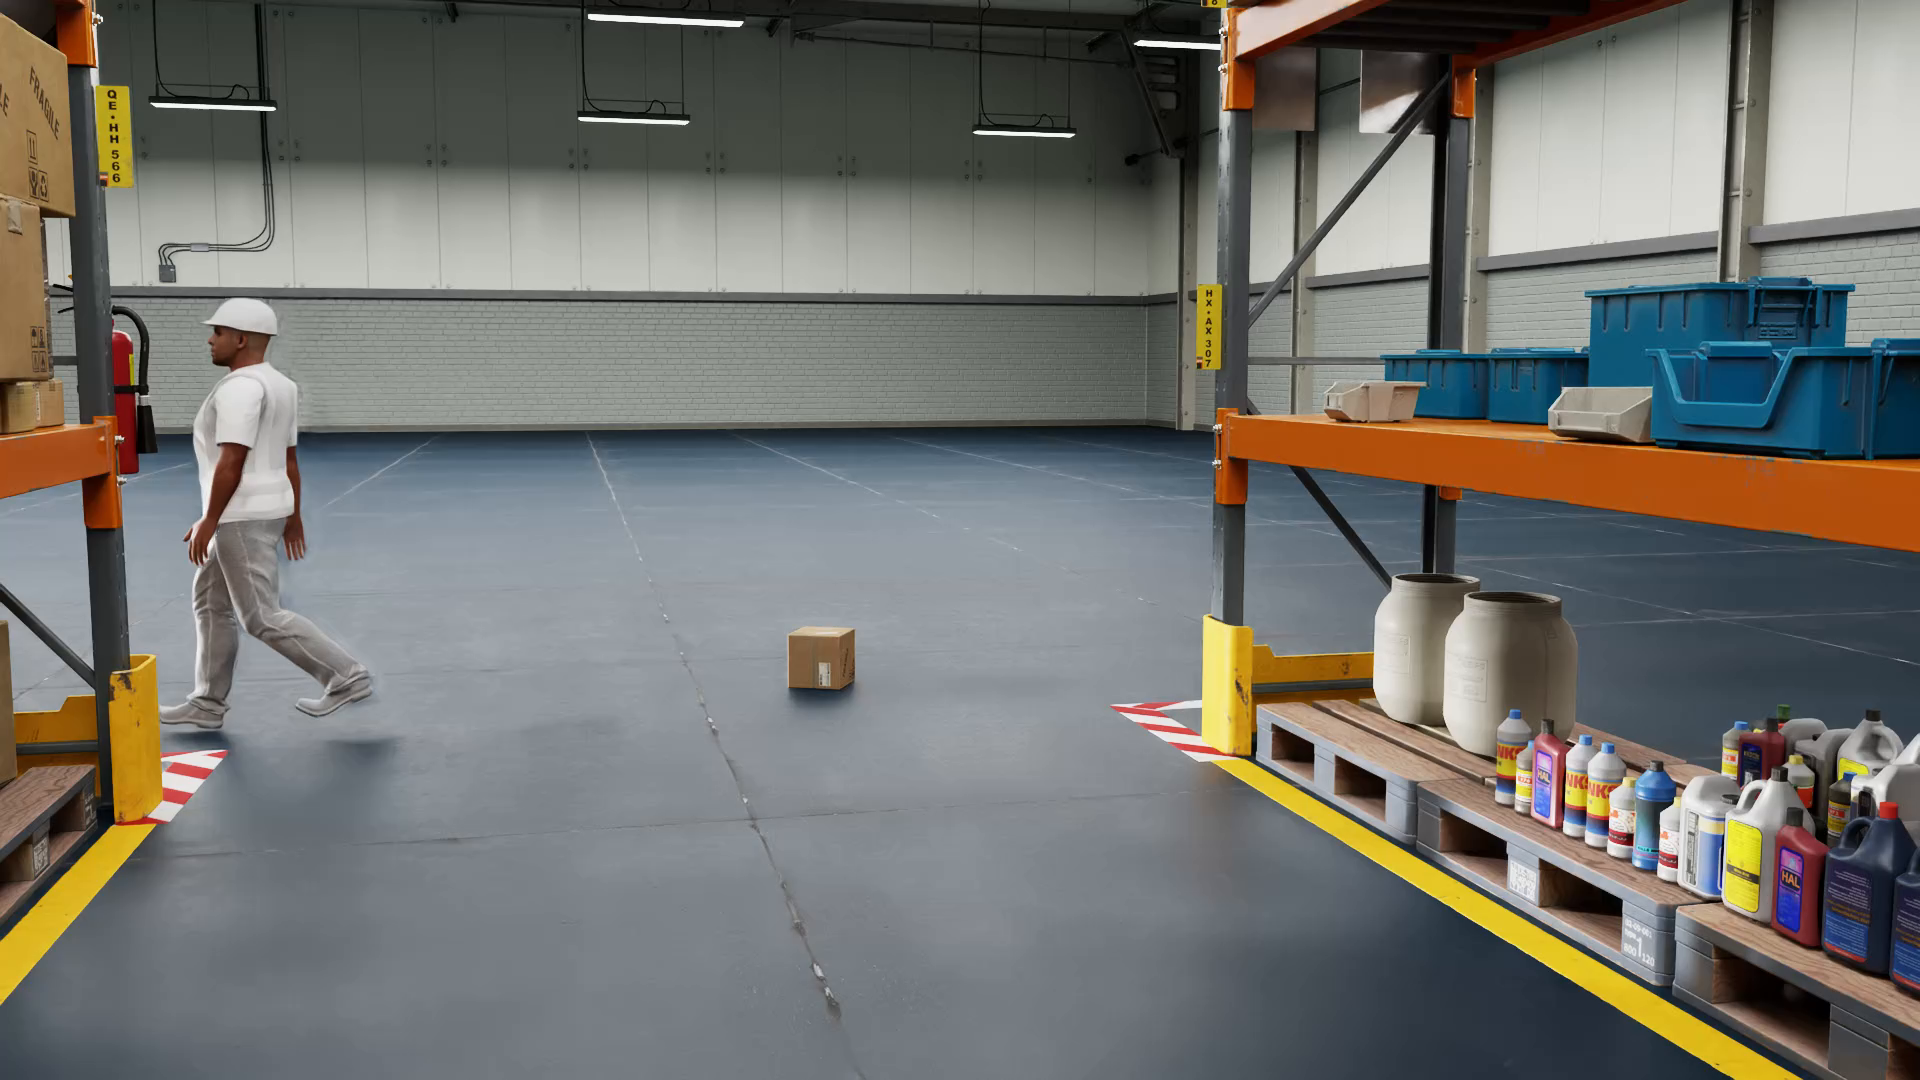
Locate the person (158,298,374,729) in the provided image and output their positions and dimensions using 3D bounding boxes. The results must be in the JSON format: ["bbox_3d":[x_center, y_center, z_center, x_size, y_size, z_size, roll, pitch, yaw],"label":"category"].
[{"bbox_3d":[-2.847,-0.093,6.675,0.926,1.742,0.585,-1,6,-9],"label":"person"}]
